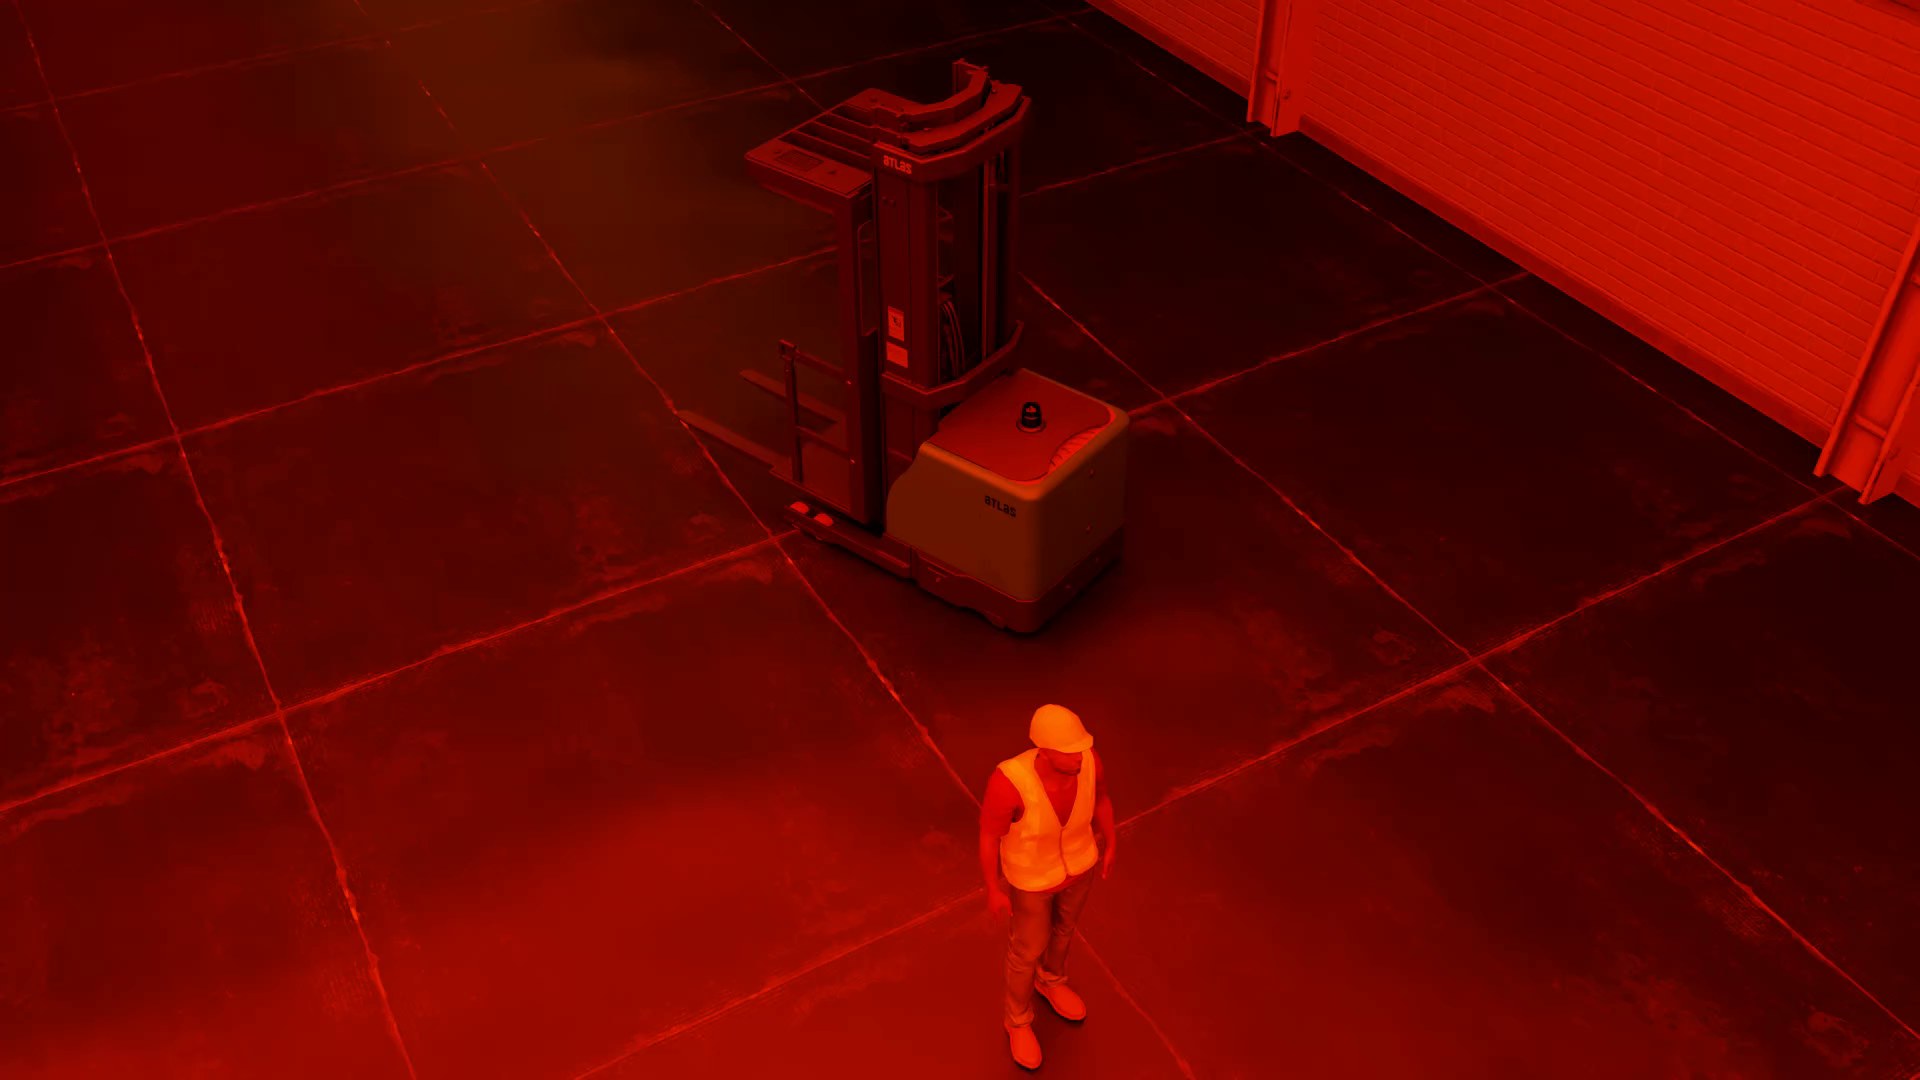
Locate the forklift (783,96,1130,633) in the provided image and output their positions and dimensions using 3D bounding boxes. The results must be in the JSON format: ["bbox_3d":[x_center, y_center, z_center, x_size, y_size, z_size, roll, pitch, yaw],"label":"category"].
[{"bbox_3d":[-0.049,-1.118,9.454,1.939,2.843,1.129,26,46,28],"label":"forklift"}]

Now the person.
[{"bbox_3d":[0.426,1.459,7.178,0.666,1.767,0.576,-20,44,-23],"label":"person"}]
